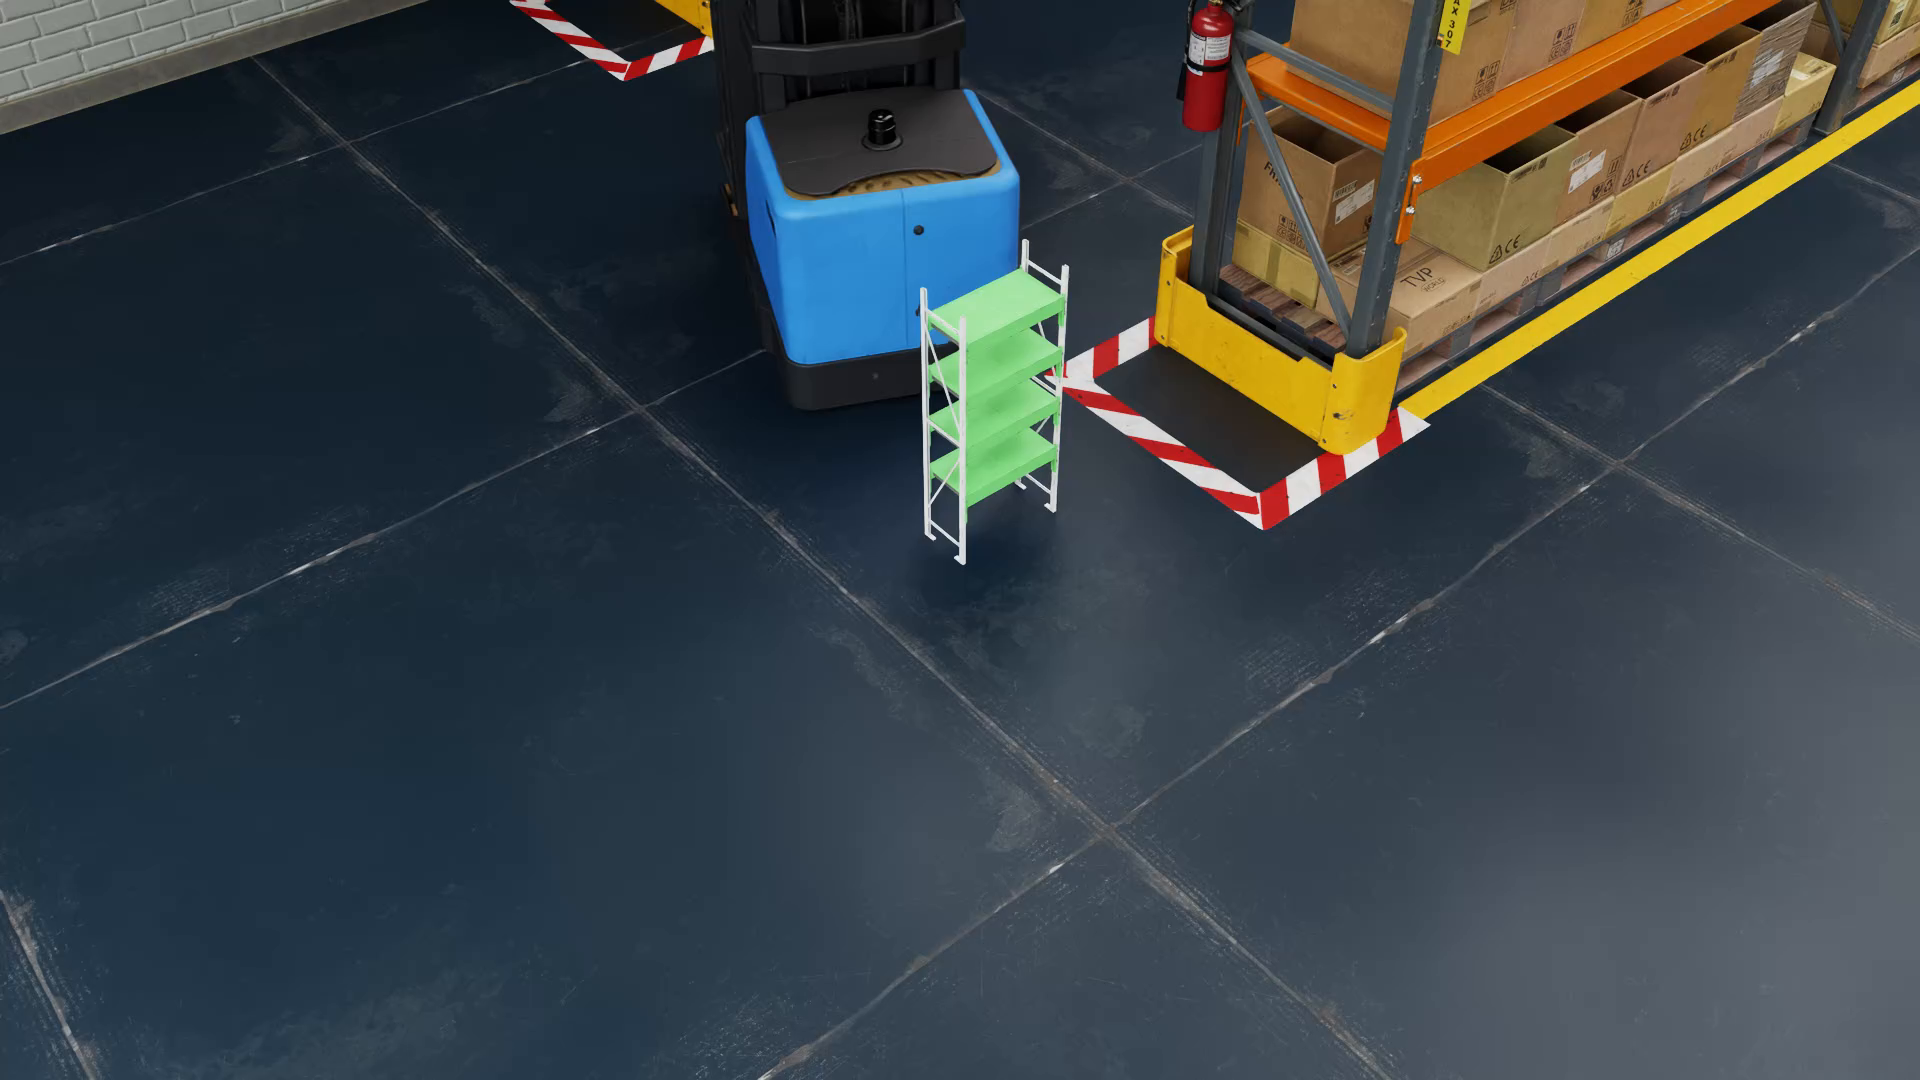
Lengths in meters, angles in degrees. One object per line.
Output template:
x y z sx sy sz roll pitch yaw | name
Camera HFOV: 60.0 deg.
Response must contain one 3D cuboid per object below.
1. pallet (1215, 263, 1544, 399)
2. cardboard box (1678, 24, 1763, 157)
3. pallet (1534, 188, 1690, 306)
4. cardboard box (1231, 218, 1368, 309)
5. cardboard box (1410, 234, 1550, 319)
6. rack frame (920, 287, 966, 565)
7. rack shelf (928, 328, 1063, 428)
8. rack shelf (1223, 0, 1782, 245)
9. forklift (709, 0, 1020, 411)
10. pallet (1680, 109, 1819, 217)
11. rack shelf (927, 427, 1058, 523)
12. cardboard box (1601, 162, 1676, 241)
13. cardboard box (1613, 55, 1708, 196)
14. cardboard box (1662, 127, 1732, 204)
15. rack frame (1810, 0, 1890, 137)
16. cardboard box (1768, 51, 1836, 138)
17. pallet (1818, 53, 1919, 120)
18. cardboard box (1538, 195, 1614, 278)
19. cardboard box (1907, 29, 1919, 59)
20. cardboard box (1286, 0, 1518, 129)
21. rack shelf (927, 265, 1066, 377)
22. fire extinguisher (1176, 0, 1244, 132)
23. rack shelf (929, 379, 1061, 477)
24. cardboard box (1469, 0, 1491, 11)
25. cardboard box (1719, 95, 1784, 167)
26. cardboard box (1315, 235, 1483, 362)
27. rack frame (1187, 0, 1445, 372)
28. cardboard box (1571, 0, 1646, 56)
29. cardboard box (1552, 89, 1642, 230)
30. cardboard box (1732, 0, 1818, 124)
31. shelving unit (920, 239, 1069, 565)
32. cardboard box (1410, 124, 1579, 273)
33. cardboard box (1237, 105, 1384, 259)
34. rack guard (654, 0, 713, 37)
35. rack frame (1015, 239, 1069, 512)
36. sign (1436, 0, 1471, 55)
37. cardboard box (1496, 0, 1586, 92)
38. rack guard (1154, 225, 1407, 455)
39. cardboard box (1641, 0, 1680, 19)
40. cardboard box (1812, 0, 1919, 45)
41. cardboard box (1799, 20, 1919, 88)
1.963 -1.173 7.845 1.213 0.211 1.003 -30 51 -28 | pallet
3.484 -2.259 8.119 0.500 0.500 0.500 -30 51 -28 | cardboard box
2.898 -1.706 8.413 1.213 0.211 1.003 -30 51 -28 | pallet
1.625 -1.373 7.723 0.500 0.250 0.500 -30 51 -28 | cardboard box
2.338 -1.323 7.669 0.500 0.250 0.500 -30 51 -28 | cardboard box
-0.060 -0.403 6.303 0.015 1.200 0.240 -30 51 -28 | rack frame
0.127 -0.638 6.296 0.480 0.148 0.258 -30 51 -28 | rack shelf
2.937 -2.448 7.691 4.000 0.370 1.077 -30 51 -28 | rack shelf
-0.604 -2.657 7.438 1.130 2.935 3.031 -10 44 -11 | forklift
3.834 -2.245 8.986 1.213 0.211 1.003 -30 51 -28 | pallet
0.127 -0.289 6.625 0.480 0.148 0.258 -30 51 -28 | rack shelf
3.109 -1.759 8.134 0.500 0.250 0.500 -30 51 -28 | cardboard box
3.109 -2.032 7.877 0.500 0.500 0.500 -30 51 -28 | cardboard box
3.492 -1.979 8.368 0.500 0.250 0.500 -30 51 -28 | cardboard box
4.471 -3.589 8.380 0.127 3.000 1.000 -30 51 -28 | rack frame
4.256 -2.421 8.839 0.500 0.250 0.500 -30 51 -28 | cardboard box
5.011 -2.916 9.701 1.213 0.211 1.003 -30 51 -28 | pallet
2.722 -1.542 7.903 0.500 0.250 0.500 -30 51 -28 | cardboard box
5.332 -3.010 9.466 0.500 0.250 0.500 -29 50 -27 | cardboard box
1.769 -2.067 6.686 0.500 0.500 0.700 -30 51 -28 | cardboard box
0.127 -0.813 6.132 0.480 0.148 0.258 -30 51 -28 | rack shelf
1.014 -1.996 6.740 0.183 0.674 0.296 -30 51 -28 | fire extinguisher
0.127 -0.463 6.460 0.480 0.148 0.258 -30 51 -28 | rack shelf
1.842 -2.164 6.316 0.250 0.149 0.380 -30 51 -28 | cardboard box
3.866 -2.207 8.610 0.500 0.250 0.500 -30 51 -28 | cardboard box
1.957 -1.101 7.433 0.500 0.250 0.500 -30 51 -28 | cardboard box
1.403 -1.832 6.509 0.127 3.000 1.000 -30 51 -28 | rack frame
2.554 -2.515 7.164 0.500 0.500 0.700 -29 51 -28 | cardboard box
2.715 -1.822 7.653 0.500 0.500 0.500 -30 51 -28 | cardboard box
3.865 -2.481 8.355 0.500 0.500 0.500 -30 51 -28 | cardboard box
0.127 -0.510 6.417 0.503 1.200 0.258 -30 51 -28 | shelving unit
2.339 -1.595 7.412 0.500 0.500 0.500 -30 51 -28 | cardboard box
1.623 -1.648 7.467 0.500 0.500 0.500 -30 51 -28 | cardboard box
-1.720 -3.554 10.169 0.348 0.500 1.175 -30 51 -28 | rack guard
0.314 -0.617 6.531 0.015 1.200 0.240 -30 51 -28 | rack frame
1.754 -1.882 5.873 0.005 0.325 0.100 -30 51 -28 | sign
2.169 -2.300 6.935 0.500 0.500 0.700 -28 50 -27 | cardboard box
1.384 -0.910 7.354 0.348 0.500 1.175 -30 51 -28 | rack guard
2.955 -2.748 7.412 0.500 0.500 0.700 -28 50 -27 | cardboard box
4.948 -2.995 9.040 0.500 0.311 0.500 -30 51 -28 | cardboard box
4.939 -2.787 9.228 0.500 0.250 0.500 -31 51 -29 | cardboard box
